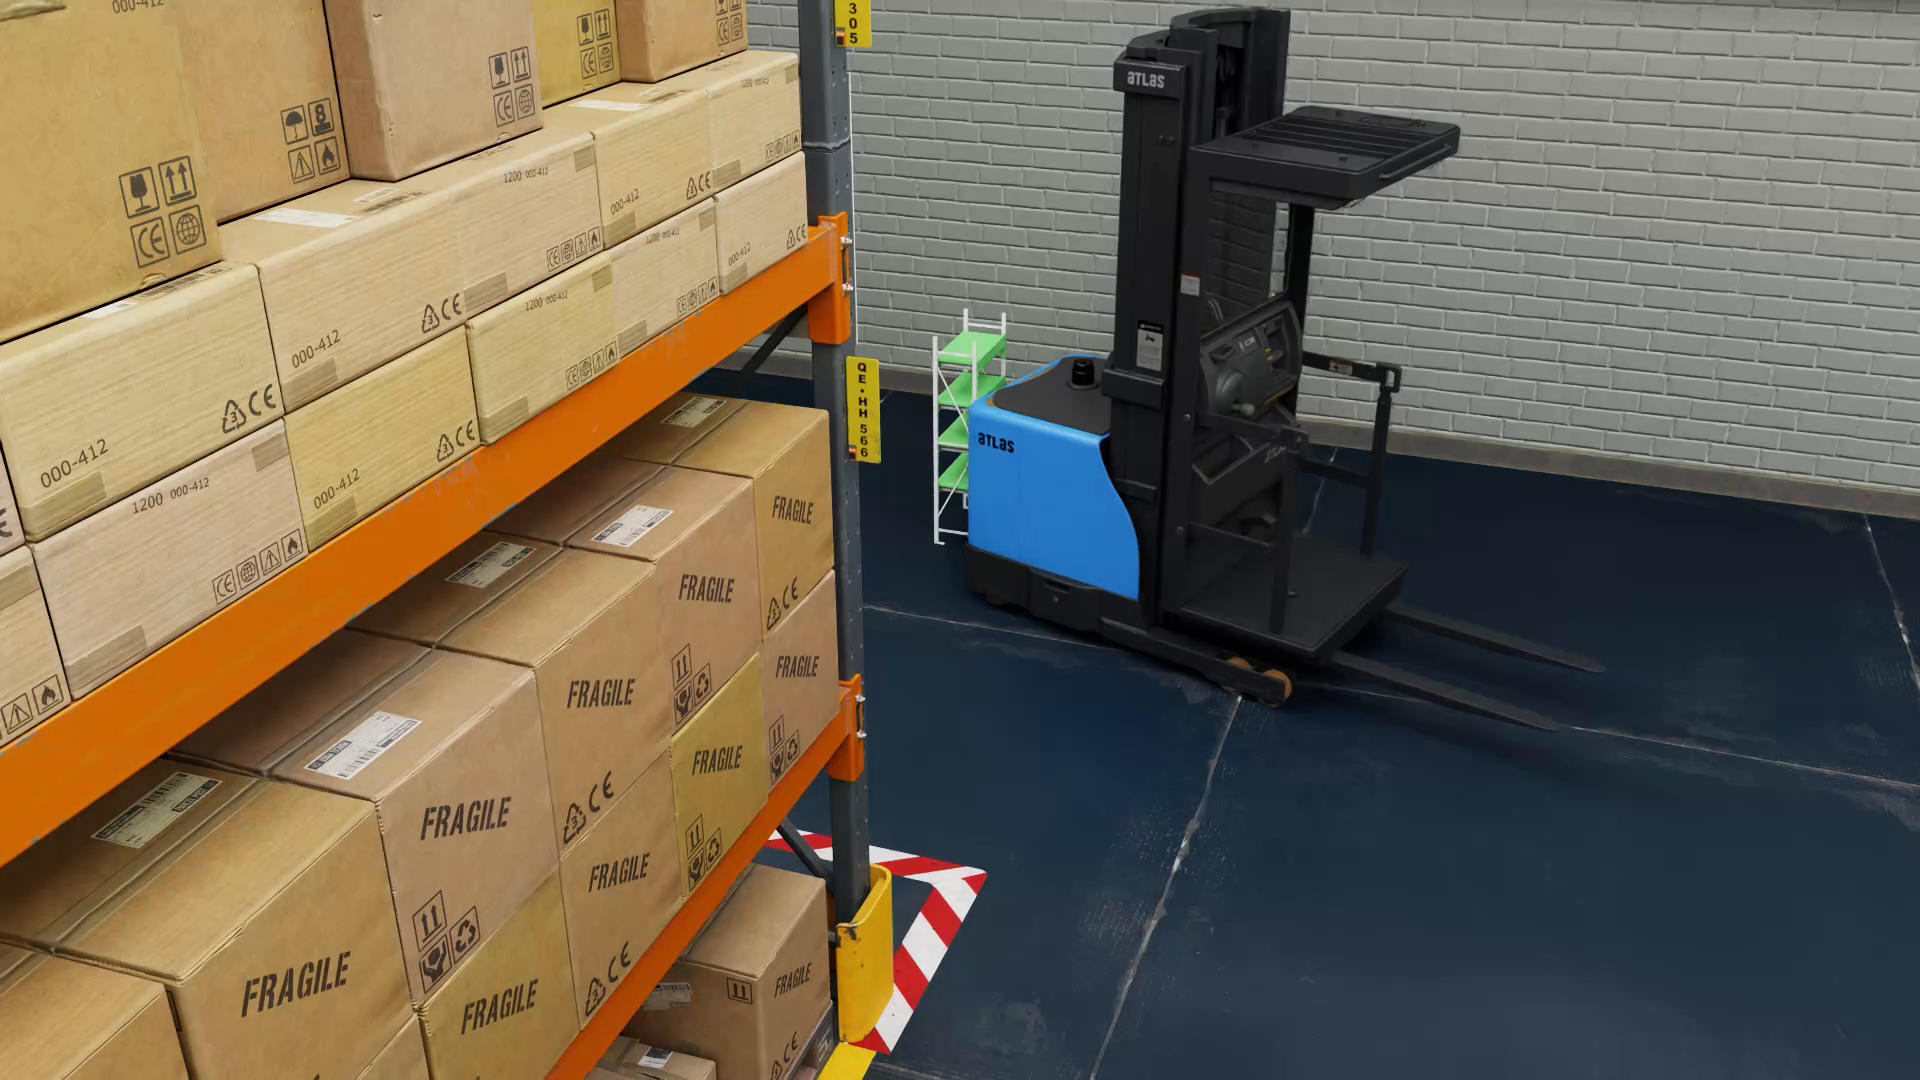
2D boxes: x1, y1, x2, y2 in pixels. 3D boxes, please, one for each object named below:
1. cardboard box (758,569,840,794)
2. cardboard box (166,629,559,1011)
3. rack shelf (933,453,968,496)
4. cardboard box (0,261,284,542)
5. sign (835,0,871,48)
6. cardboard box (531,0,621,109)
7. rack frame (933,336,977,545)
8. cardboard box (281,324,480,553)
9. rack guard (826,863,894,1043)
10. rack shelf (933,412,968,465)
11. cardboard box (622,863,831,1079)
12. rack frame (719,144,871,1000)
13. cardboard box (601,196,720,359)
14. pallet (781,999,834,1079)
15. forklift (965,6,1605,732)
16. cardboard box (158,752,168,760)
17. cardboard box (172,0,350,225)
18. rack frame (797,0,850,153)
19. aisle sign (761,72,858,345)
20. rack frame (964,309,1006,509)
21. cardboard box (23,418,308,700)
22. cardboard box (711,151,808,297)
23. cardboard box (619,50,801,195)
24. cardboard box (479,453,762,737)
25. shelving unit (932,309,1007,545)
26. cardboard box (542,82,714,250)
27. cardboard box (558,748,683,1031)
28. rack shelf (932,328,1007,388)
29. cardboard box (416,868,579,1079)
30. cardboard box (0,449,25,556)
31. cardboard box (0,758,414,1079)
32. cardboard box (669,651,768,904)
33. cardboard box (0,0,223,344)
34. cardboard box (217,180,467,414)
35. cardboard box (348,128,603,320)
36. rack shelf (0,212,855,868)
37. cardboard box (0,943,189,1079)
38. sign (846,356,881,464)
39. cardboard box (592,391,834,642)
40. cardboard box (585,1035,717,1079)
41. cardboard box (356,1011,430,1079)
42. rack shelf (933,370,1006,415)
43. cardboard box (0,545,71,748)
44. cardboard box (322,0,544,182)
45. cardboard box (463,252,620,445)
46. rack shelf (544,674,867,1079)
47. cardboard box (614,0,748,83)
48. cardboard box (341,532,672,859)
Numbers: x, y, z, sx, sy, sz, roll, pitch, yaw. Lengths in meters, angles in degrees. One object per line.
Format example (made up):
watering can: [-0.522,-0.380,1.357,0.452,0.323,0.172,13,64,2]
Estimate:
cardboard box: [-0.693,0.371,4.926,0.500,0.500,0.500,10,27,19]
cardboard box: [-1.196,0.553,3.404,0.500,0.500,0.500,10,27,19]
rack shelf: [0.055,-0.335,9.261,0.258,0.148,0.480,9,27,17]
cardboard box: [-1.394,-0.244,2.469,0.500,0.250,0.500,9,27,17]
sign: [-0.284,-1.467,4.380,0.100,0.325,0.005,9,27,17]
cardboard box: [-1.203,-1.246,3.677,0.700,0.500,0.500,9,27,17]
rack frame: [-0.026,-0.508,8.922,0.240,1.200,0.015,9,27,17]
cardboard box: [-1.236,-0.226,3.005,0.500,0.250,0.500,9,27,17]
rack guard: [-0.826,1.349,5.890,1.175,0.500,0.348,9,27,17]
rack shelf: [0.055,-0.551,9.157,0.258,0.148,0.480,9,27,17]
cardboard box: [-0.750,1.379,5.323,0.500,0.500,0.500,9,27,17]
rack frame: [-0.801,0.193,5.410,1.000,3.000,0.127,9,27,17]
cardboard box: [-0.900,-0.637,3.853,0.500,0.250,0.500,9,27,17]
pallet: [-1.091,1.807,5.276,1.003,0.211,1.213,9,27,17]
forklift: [1.514,-0.815,7.569,3.031,2.935,1.130,18,31,32]
cardboard box: [-1.703,0.472,3.572,0.500,0.500,0.500,8,27,17]
cardboard box: [-1.523,-0.833,2.824,0.700,0.500,0.500,9,27,17]
rack frame: [-0.801,-2.507,4.103,1.000,3.000,0.127,9,27,17]
aisle sign: [-0.489,-0.961,4.810,0.394,0.787,0.004,9,27,17]
rack frame: [0.136,-0.708,9.336,0.240,1.200,0.015,9,27,17]
cardboard box: [-1.399,-0.020,2.580,0.500,0.250,0.500,9,27,17]
cardboard box: [-0.723,-0.840,4.274,0.500,0.250,0.500,9,27,17]
cardboard box: [-0.732,-1.067,4.168,0.500,0.250,0.500,9,27,17]
cardboard box: [-0.857,0.128,4.281,0.500,0.500,0.500,10,27,19]
shelving unit: [0.055,-0.608,9.129,0.258,1.200,0.503,9,27,17]
cardboard box: [-0.898,-0.861,3.743,0.500,0.250,0.500,9,27,17]
cardboard box: [-1.034,0.789,4.063,0.500,0.500,0.500,9,27,18]
rack shelf: [0.055,-0.983,8.948,0.258,0.148,0.480,9,27,17]
cardboard box: [-1.202,0.996,3.636,0.500,0.500,0.500,8,27,17]
cardboard box: [-1.571,-0.041,2.048,0.500,0.250,0.500,9,27,17]
cardboard box: [-1.367,0.765,2.965,0.500,0.500,0.500,8,27,16]
cardboard box: [-0.863,0.585,4.485,0.500,0.500,0.500,9,27,18]
cardboard box: [-1.546,-0.605,2.354,0.700,0.500,0.500,9,27,17]
cardboard box: [-1.228,-0.450,2.893,0.500,0.250,0.500,9,27,17]
cardboard box: [-1.068,-0.656,3.320,0.500,0.250,0.500,9,27,17]
rack shelf: [-1.467,-0.012,3.215,1.077,0.370,4.000,9,27,17]
cardboard box: [-1.539,0.977,2.529,0.500,0.500,0.500,8,27,16]
sign: [-0.284,-0.382,4.905,0.100,0.325,0.005,9,27,17]
cardboard box: [-0.690,-0.080,4.710,0.500,0.500,0.500,9,27,17]
cardboard box: [-0.969,1.682,5.079,0.380,0.166,0.250,9,27,17]
cardboard box: [-1.370,1.205,3.204,0.500,0.500,0.500,9,27,17]
rack shelf: [0.055,-0.767,9.052,0.258,0.148,0.480,9,27,17]
cardboard box: [-1.567,0.185,2.156,0.500,0.250,0.500,9,27,17]
cardboard box: [-1.268,-1.025,3.220,0.700,0.500,0.500,9,27,17]
cardboard box: [-1.054,-0.429,3.425,0.500,0.250,0.500,9,27,17]
rack shelf: [-1.467,1.338,3.869,1.077,0.370,4.000,9,27,17]
cardboard box: [-0.957,-1.439,4.076,0.700,0.500,0.500,9,27,17]
cardboard box: [-1.025,0.342,3.840,0.500,0.500,0.500,10,27,19]
